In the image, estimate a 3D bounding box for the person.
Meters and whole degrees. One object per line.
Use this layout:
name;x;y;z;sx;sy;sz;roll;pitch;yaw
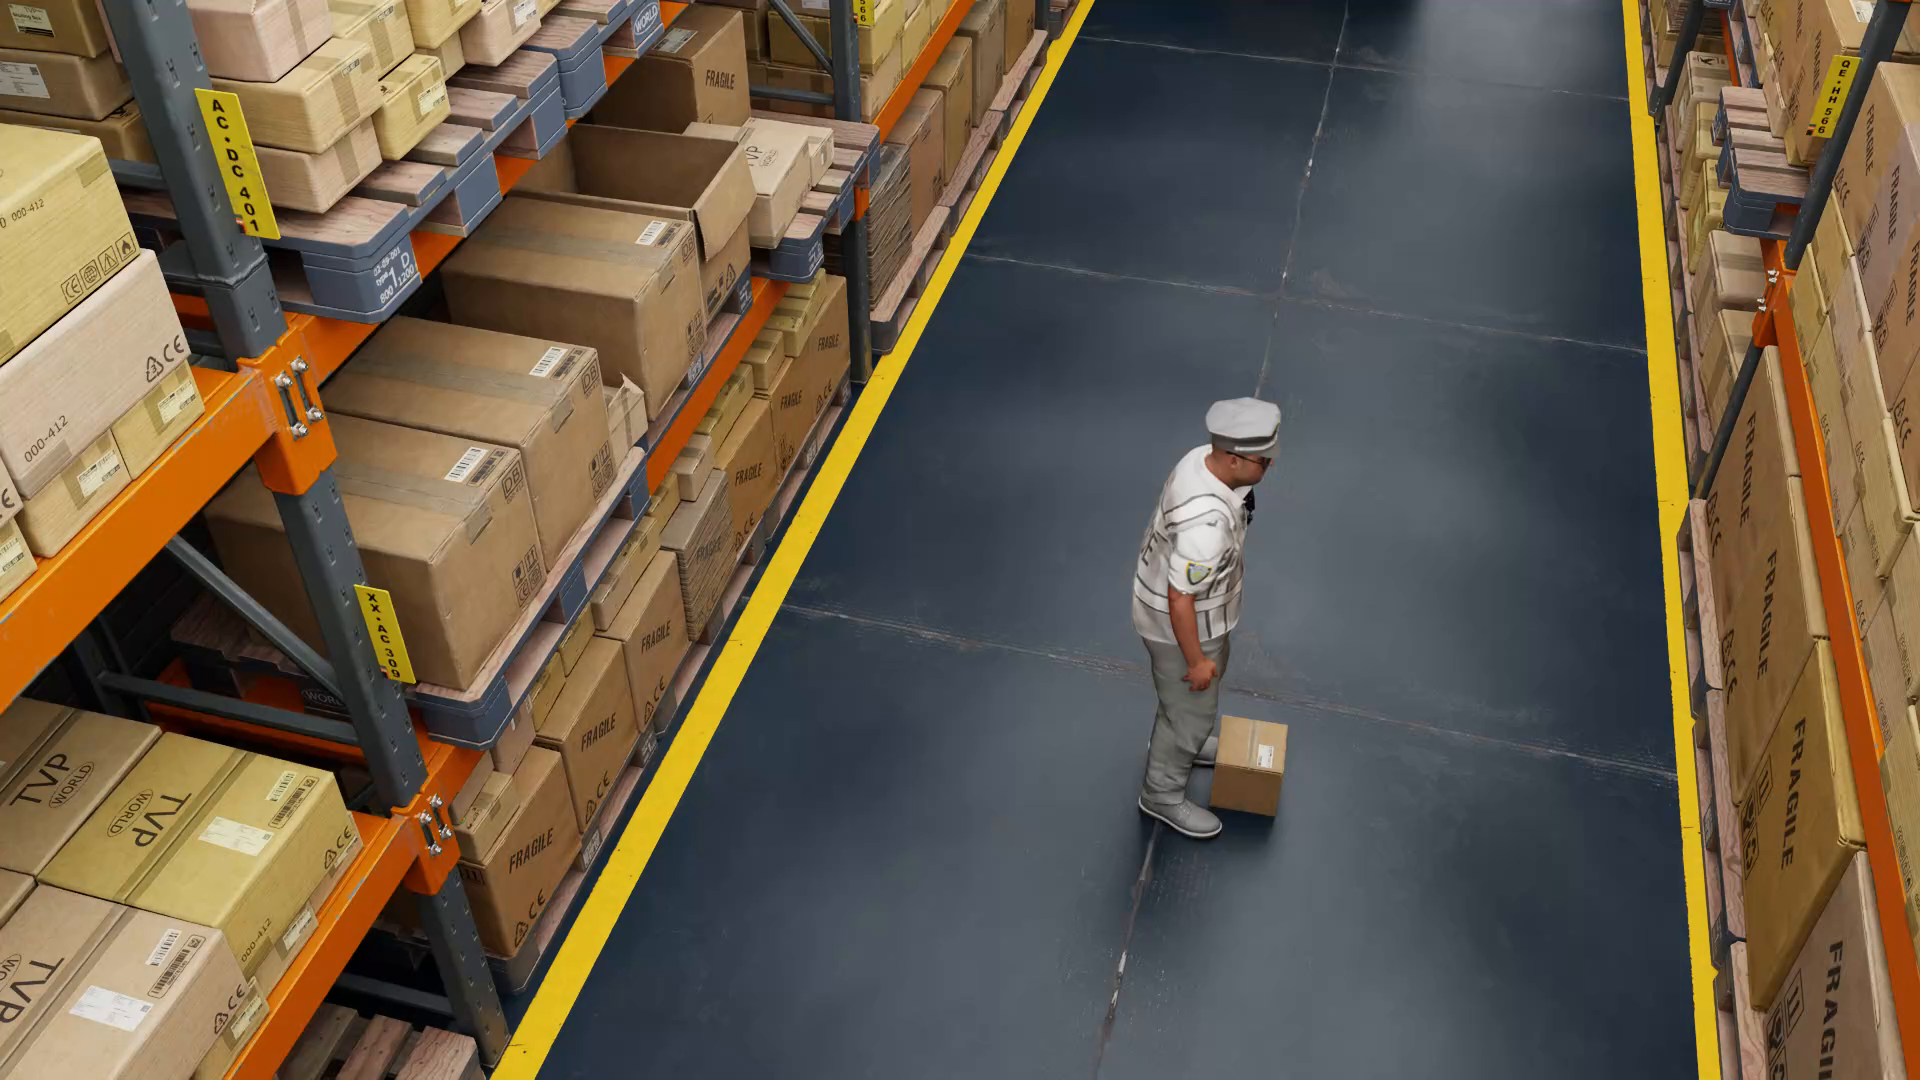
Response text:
person;0.827;0.251;5.860;0.435;1.749;0.585;10;42;12
